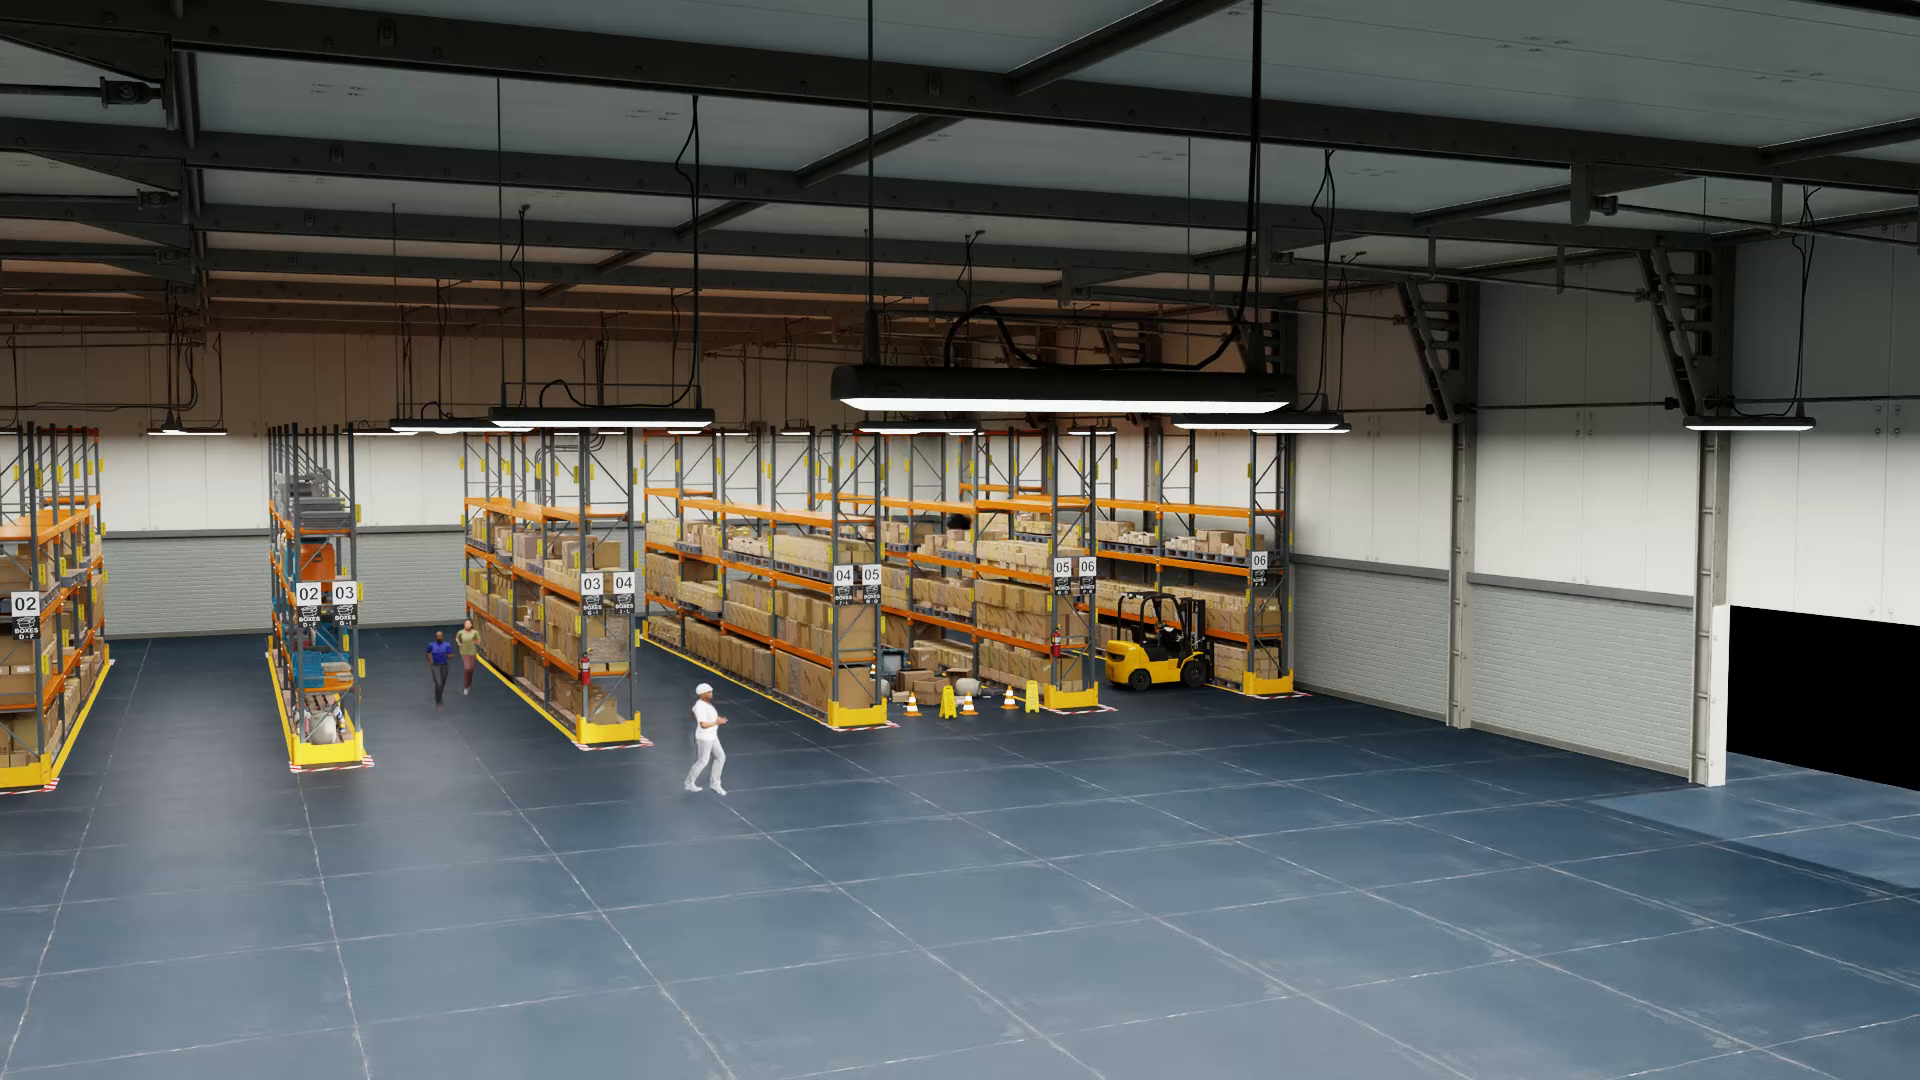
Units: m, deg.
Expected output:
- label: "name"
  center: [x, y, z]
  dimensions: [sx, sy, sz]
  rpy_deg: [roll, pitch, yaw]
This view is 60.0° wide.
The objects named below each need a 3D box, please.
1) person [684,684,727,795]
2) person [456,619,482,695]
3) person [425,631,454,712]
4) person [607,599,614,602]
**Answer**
- label: "person"
  center: [-4.063, 3.209, 26.665]
  dimensions: [0.729, 1.823, 0.674]
  rpy_deg: [0, 4, 5]
- label: "person"
  center: [-11.033, 2.621, 37.412]
  dimensions: [0.546, 1.719, 0.717]
  rpy_deg: [-2, 4, -24]
- label: "person"
  center: [-10.973, 2.765, 35.143]
  dimensions: [0.553, 1.700, 0.799]
  rpy_deg: [-2, 4, -30]
- label: "person"
  center: [-9.752, 2.057, 46.230]
  dimensions: [0.663, 1.768, 0.792]
  rpy_deg: [-1, 4, -15]
